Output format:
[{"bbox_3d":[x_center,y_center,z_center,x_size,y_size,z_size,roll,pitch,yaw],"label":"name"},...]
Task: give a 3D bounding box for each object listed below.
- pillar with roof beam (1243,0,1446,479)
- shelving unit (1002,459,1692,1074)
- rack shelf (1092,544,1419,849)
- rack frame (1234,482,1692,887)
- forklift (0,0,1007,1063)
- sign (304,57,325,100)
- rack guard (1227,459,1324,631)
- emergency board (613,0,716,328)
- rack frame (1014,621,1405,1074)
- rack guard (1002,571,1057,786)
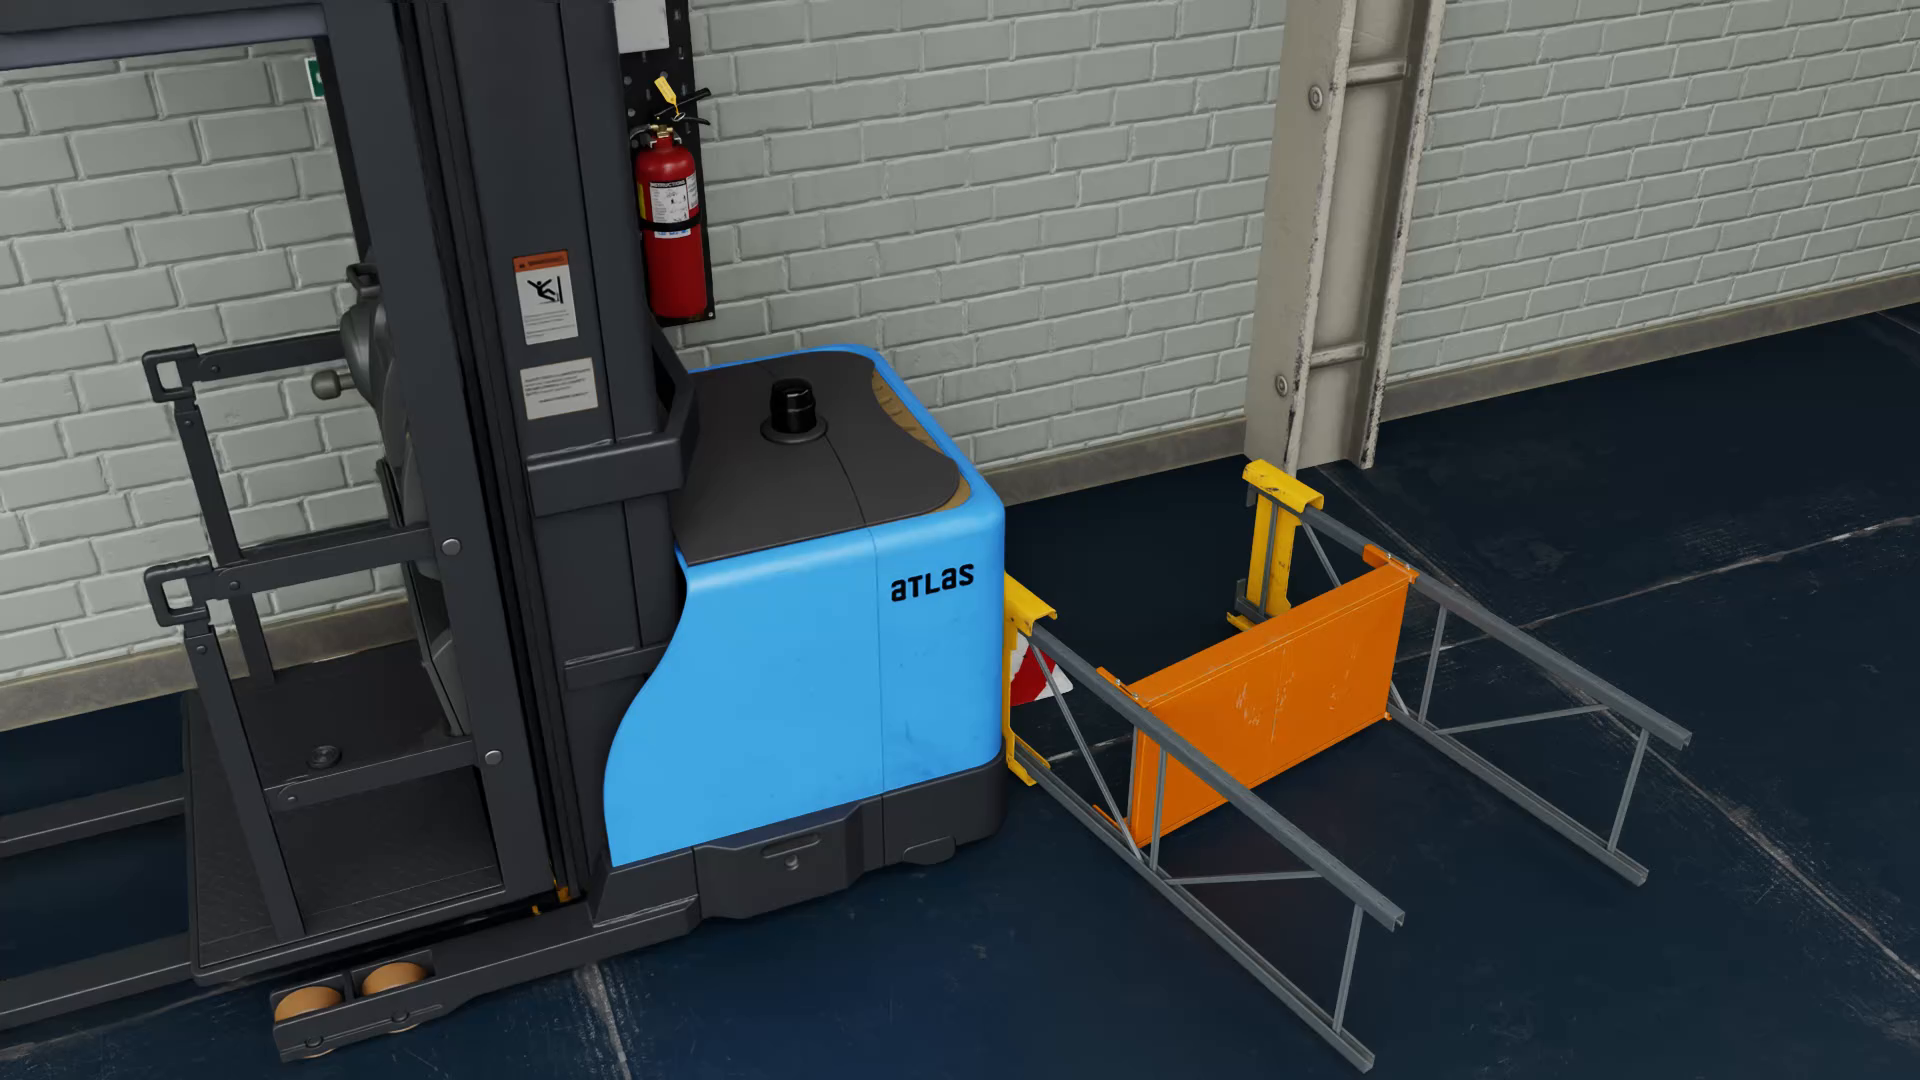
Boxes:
[{"bbox_3d":[2.961,-1.916,0.443,0.400,9.000,9.100,-13,35,-19],"label":"pillar with roof beam"},{"bbox_3d":[0.916,0.502,4.417,1.083,0.587,1.500,-21,39,-29],"label":"shelving unit"},{"bbox_3d":[0.804,0.424,4.535,1.000,0.538,0.185,-21,39,-29],"label":"rack shelf"},{"bbox_3d":[1.322,0.344,4.660,0.032,0.500,1.500,-21,39,-29],"label":"rack frame"},{"bbox_3d":[-1.445,-0.346,3.595,3.031,2.935,1.130,-13,35,-19],"label":"forklift"},{"bbox_3d":[-1.541,-1.232,4.375,0.331,0.109,0.001,-13,35,-19],"label":"sign"},{"bbox_3d":[0.958,0.064,5.084,0.087,0.587,0.250,-21,39,-29],"label":"rack guard"},{"bbox_3d":[-0.999,-1.064,4.634,0.643,1.169,0.194,-13,35,-19],"label":"emergency board"},{"bbox_3d":[0.495,0.666,4.165,0.032,0.500,1.500,-21,39,-29],"label":"rack frame"},{"bbox_3d":[0.147,0.380,4.599,0.087,0.587,0.250,-21,39,-29],"label":"rack guard"}]
